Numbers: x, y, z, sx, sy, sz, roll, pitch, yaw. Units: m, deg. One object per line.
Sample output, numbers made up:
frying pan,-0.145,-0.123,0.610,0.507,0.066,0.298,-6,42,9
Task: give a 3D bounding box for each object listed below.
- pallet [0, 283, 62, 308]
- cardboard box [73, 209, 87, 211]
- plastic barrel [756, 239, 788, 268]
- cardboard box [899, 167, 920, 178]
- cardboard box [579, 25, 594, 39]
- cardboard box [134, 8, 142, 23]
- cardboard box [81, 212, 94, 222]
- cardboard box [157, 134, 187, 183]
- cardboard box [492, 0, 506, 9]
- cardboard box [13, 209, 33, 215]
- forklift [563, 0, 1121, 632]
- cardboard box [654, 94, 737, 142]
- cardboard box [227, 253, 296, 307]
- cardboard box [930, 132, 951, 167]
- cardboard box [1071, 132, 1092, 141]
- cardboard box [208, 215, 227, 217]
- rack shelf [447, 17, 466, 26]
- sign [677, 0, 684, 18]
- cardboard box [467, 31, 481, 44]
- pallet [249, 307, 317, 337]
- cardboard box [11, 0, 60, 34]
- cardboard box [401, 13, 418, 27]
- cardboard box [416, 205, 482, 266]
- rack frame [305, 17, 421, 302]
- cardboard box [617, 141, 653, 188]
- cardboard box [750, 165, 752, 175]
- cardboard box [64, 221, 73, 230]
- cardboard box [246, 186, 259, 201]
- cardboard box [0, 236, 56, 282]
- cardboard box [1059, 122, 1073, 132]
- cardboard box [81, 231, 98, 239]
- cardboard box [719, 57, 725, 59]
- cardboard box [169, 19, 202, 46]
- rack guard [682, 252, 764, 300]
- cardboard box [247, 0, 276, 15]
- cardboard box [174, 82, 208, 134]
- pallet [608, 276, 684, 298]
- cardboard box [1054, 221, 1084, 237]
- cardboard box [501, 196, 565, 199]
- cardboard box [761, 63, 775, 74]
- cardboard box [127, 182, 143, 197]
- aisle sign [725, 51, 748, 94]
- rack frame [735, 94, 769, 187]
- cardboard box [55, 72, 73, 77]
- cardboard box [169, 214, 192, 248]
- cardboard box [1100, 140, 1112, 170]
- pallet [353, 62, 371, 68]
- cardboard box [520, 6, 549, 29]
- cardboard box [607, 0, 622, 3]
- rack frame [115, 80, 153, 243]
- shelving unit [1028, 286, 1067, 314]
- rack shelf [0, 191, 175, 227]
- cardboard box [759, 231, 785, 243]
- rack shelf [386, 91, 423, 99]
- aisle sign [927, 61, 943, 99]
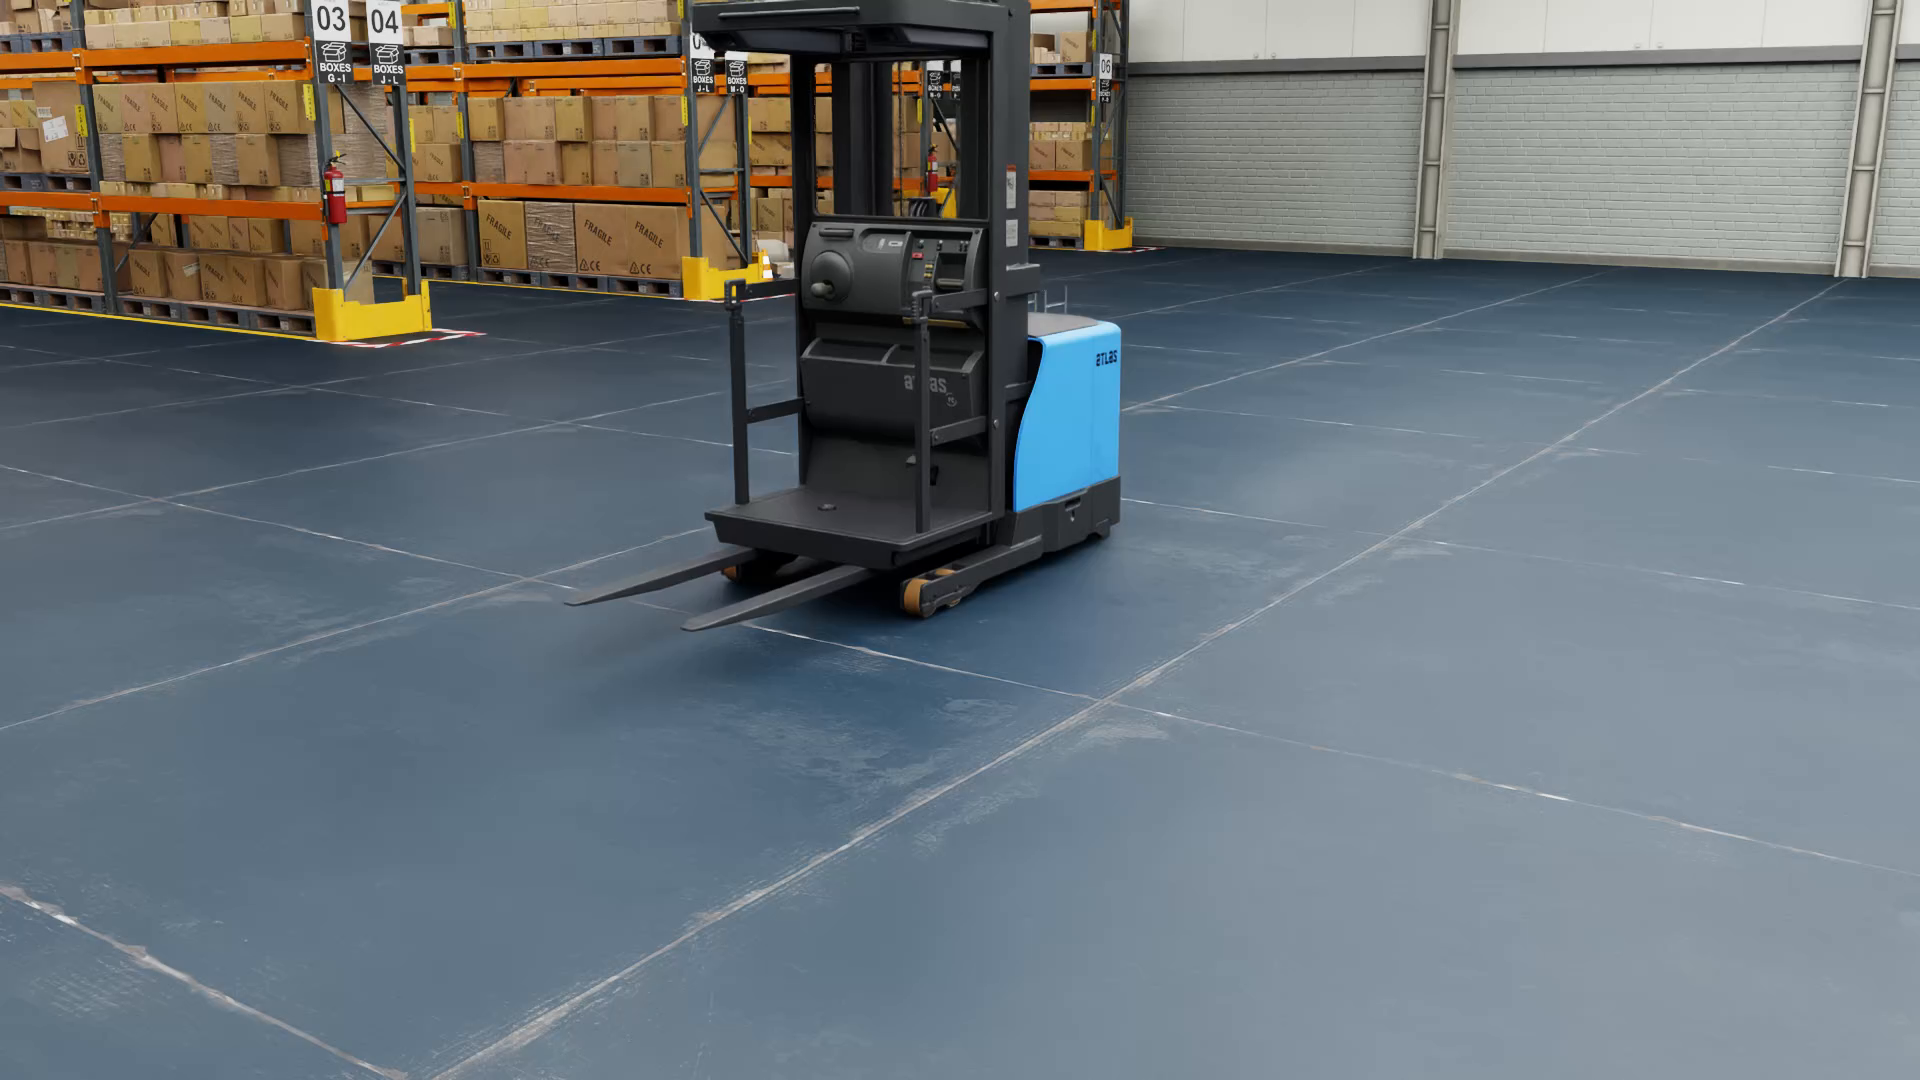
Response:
pallet,-10.756,-2.947,19.789,1.213,0.211,1.003,9,17,33
cardboard box,-14.975,-5.604,28.541,0.250,0.149,0.380,8,16,31
plastic barrel,-2.801,-4.197,24.398,0.512,0.421,0.421,-4,14,-16
cardboard box,-0.672,-5.358,24.249,0.250,0.149,0.380,10,17,35
cardboard box,-4.440,-6.206,20.350,0.250,0.149,0.380,9,17,33
cardboard box,-8.294,-5.418,17.207,0.250,0.149,0.380,10,17,34
cardboard box,-14.212,-5.313,27.363,0.250,0.149,0.380,8,16,30
cardboard box,-7.887,-4.032,17.543,0.500,0.500,0.875,9,17,33
cardboard box,-5.706,-6.798,21.080,0.250,0.149,0.380,9,17,32
cardboard box,-15.952,-5.589,28.478,0.250,0.149,0.380,8,16,30
forklift,-0.422,-1.225,7.171,1.130,2.935,3.031,9,17,32
cardboard box,-3.207,-5.127,20.231,0.550,0.550,0.875,9,17,33
cardboard box,-7.306,-2.735,17.459,0.500,0.500,0.500,11,18,38
cardboard box,-0.481,-5.784,24.621,0.500,0.500,0.500,9,16,32
cardboard box,2.081,-6.817,28.061,0.250,0.149,0.380,9,17,34
cardboard box,-11.111,-5.076,25.353,0.500,0.250,0.500,10,17,34
rack shelf,-9.092,-10.902,35.139,4.000,0.370,1.077,9,17,33
sign,-3.235,-6.213,19.260,0.005,0.325,0.100,9,17,33
cardboard box,-6.128,-6.478,21.450,0.250,0.149,0.380,9,16,32
pallet,-6.491,-2.269,17.051,1.213,0.211,1.003,9,17,33
cardboard box,-10.209,-5.952,18.794,0.637,0.503,0.797,10,17,35
cardboard box,-7.961,-7.125,23.330,0.500,0.500,0.500,9,17,33
cardboard box,-6.805,-4.186,22.797,0.750,0.750,1.050,9,17,33
rack frame,-5.773,-3.497,16.206,0.127,3.000,1.000,9,17,33
cardboard box,-3.723,-4.655,20.574,0.550,0.550,0.875,9,17,33
cardboard box,-3.240,-5.757,25.862,0.250,0.149,0.380,10,17,34
cardboard box,-14.784,-5.297,27.918,0.250,0.149,0.380,10,17,36
cardboard box,-6.951,-3.507,16.771,0.250,0.149,0.380,9,17,33
cardboard box,-11.377,-3.412,20.151,0.500,0.500,0.700,8,16,28
cardboard box,1.888,-7.004,28.196,0.250,0.149,0.380,9,17,33
cardboard box,-14.253,-5.025,27.439,0.250,0.149,0.380,9,17,33
cardboard box,-3.349,-7.423,25.519,0.500,0.250,0.500,9,16,32
cardboard box,-7.572,-5.097,16.741,0.500,0.250,0.500,9,16,32
rack guard,-2.901,-3.256,20.434,0.348,0.500,1.175,9,17,33
cardboard box,-6.616,-5.122,16.011,0.250,0.149,0.380,8,16,30
cardboard box,-7.609,-4.402,16.954,0.500,0.500,0.500,9,17,33
pallet,-3.628,-3.210,20.852,1.213,0.211,1.003,9,17,33
cardboard box,1.959,-5.332,28.469,0.500,0.250,0.500,9,17,33
cardboard box,-7.407,-5.827,29.169,0.875,0.875,0.875,9,17,32
cardboard box,-2.801,-7.154,25.259,0.250,0.149,0.380,10,17,34
cardboard box,-8.659,-3.758,17.786,0.250,0.149,0.380,9,17,33
aisle sign,-2.695,-5.784,20.038,0.004,0.787,0.394,9,17,33
rack frame,-4.113,-7.536,32.523,0.127,3.000,1.000,9,17,33
cardboard box,-14.266,-7.614,26.908,0.500,0.250,0.500,9,16,32
cardboard box,-11.973,-4.849,25.998,0.500,0.500,0.500,10,17,35
cardboard box,2.269,-6.633,28.669,0.500,0.500,0.500,10,17,35
pallet,-8.066,-6.684,23.233,1.213,0.211,1.003,10,17,35
cardboard box,-5.152,-6.532,20.838,0.500,0.250,0.500,9,16,32
cardboard box,-4.025,-6.526,19.982,0.250,0.149,0.380,10,17,34
rack frame,-12.878,-6.081,26.648,0.127,3.000,1.000,9,17,33
shelving unit,0.416,-0.729,8.771,0.189,1.200,0.258,9,16,31
rack shelf,-10.752,-3.952,19.543,4.000,0.370,1.077,9,17,33
cardboard box,-2.773,-4.676,25.818,0.500,0.250,0.500,10,17,36
rack shelf,-11.859,-8.457,31.499,4.000,0.370,1.077,9,17,33
aisle sign,-0.353,-6.668,23.609,0.004,0.787,0.394,9,17,33
